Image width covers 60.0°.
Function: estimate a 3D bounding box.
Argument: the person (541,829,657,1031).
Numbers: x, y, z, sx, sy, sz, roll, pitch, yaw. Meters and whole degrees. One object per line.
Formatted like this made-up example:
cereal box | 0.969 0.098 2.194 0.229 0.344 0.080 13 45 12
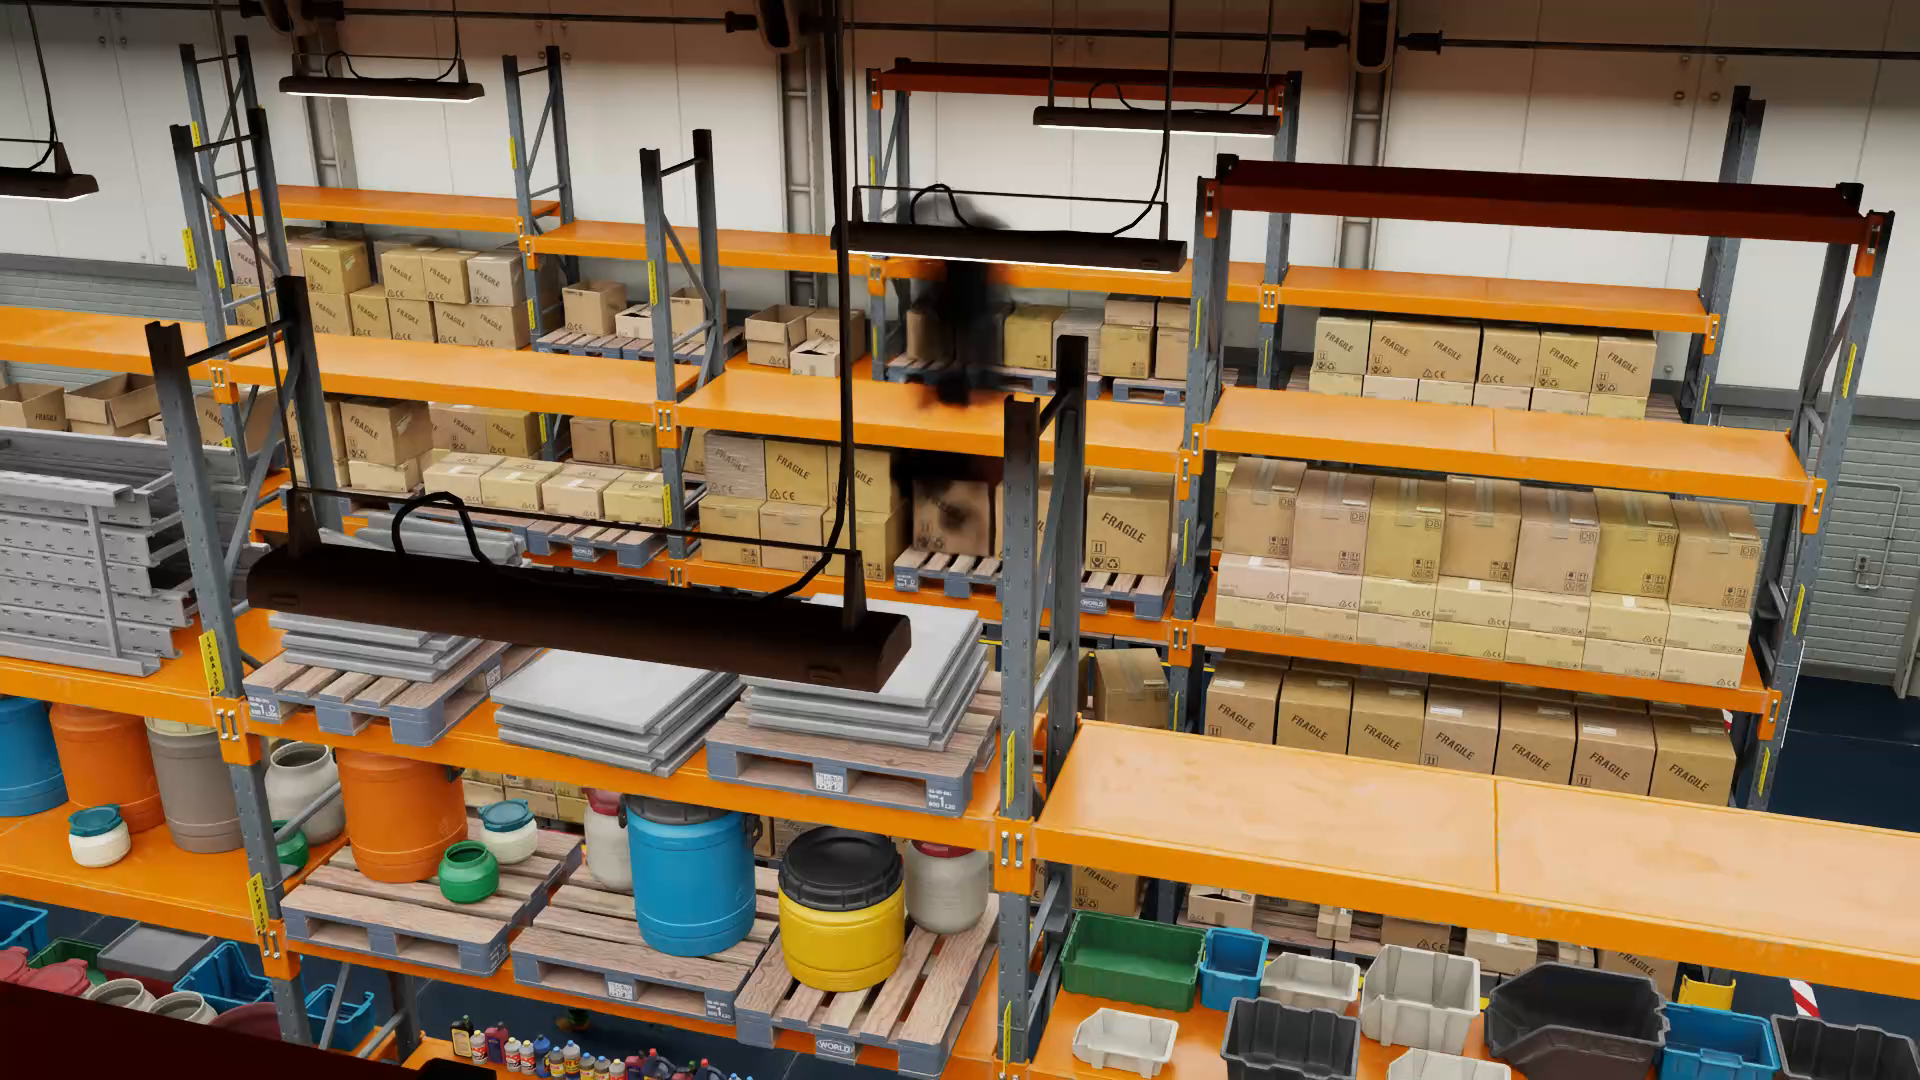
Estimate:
person | -2.540 2.847 11.743 1.021 1.730 0.677 5 23 11
